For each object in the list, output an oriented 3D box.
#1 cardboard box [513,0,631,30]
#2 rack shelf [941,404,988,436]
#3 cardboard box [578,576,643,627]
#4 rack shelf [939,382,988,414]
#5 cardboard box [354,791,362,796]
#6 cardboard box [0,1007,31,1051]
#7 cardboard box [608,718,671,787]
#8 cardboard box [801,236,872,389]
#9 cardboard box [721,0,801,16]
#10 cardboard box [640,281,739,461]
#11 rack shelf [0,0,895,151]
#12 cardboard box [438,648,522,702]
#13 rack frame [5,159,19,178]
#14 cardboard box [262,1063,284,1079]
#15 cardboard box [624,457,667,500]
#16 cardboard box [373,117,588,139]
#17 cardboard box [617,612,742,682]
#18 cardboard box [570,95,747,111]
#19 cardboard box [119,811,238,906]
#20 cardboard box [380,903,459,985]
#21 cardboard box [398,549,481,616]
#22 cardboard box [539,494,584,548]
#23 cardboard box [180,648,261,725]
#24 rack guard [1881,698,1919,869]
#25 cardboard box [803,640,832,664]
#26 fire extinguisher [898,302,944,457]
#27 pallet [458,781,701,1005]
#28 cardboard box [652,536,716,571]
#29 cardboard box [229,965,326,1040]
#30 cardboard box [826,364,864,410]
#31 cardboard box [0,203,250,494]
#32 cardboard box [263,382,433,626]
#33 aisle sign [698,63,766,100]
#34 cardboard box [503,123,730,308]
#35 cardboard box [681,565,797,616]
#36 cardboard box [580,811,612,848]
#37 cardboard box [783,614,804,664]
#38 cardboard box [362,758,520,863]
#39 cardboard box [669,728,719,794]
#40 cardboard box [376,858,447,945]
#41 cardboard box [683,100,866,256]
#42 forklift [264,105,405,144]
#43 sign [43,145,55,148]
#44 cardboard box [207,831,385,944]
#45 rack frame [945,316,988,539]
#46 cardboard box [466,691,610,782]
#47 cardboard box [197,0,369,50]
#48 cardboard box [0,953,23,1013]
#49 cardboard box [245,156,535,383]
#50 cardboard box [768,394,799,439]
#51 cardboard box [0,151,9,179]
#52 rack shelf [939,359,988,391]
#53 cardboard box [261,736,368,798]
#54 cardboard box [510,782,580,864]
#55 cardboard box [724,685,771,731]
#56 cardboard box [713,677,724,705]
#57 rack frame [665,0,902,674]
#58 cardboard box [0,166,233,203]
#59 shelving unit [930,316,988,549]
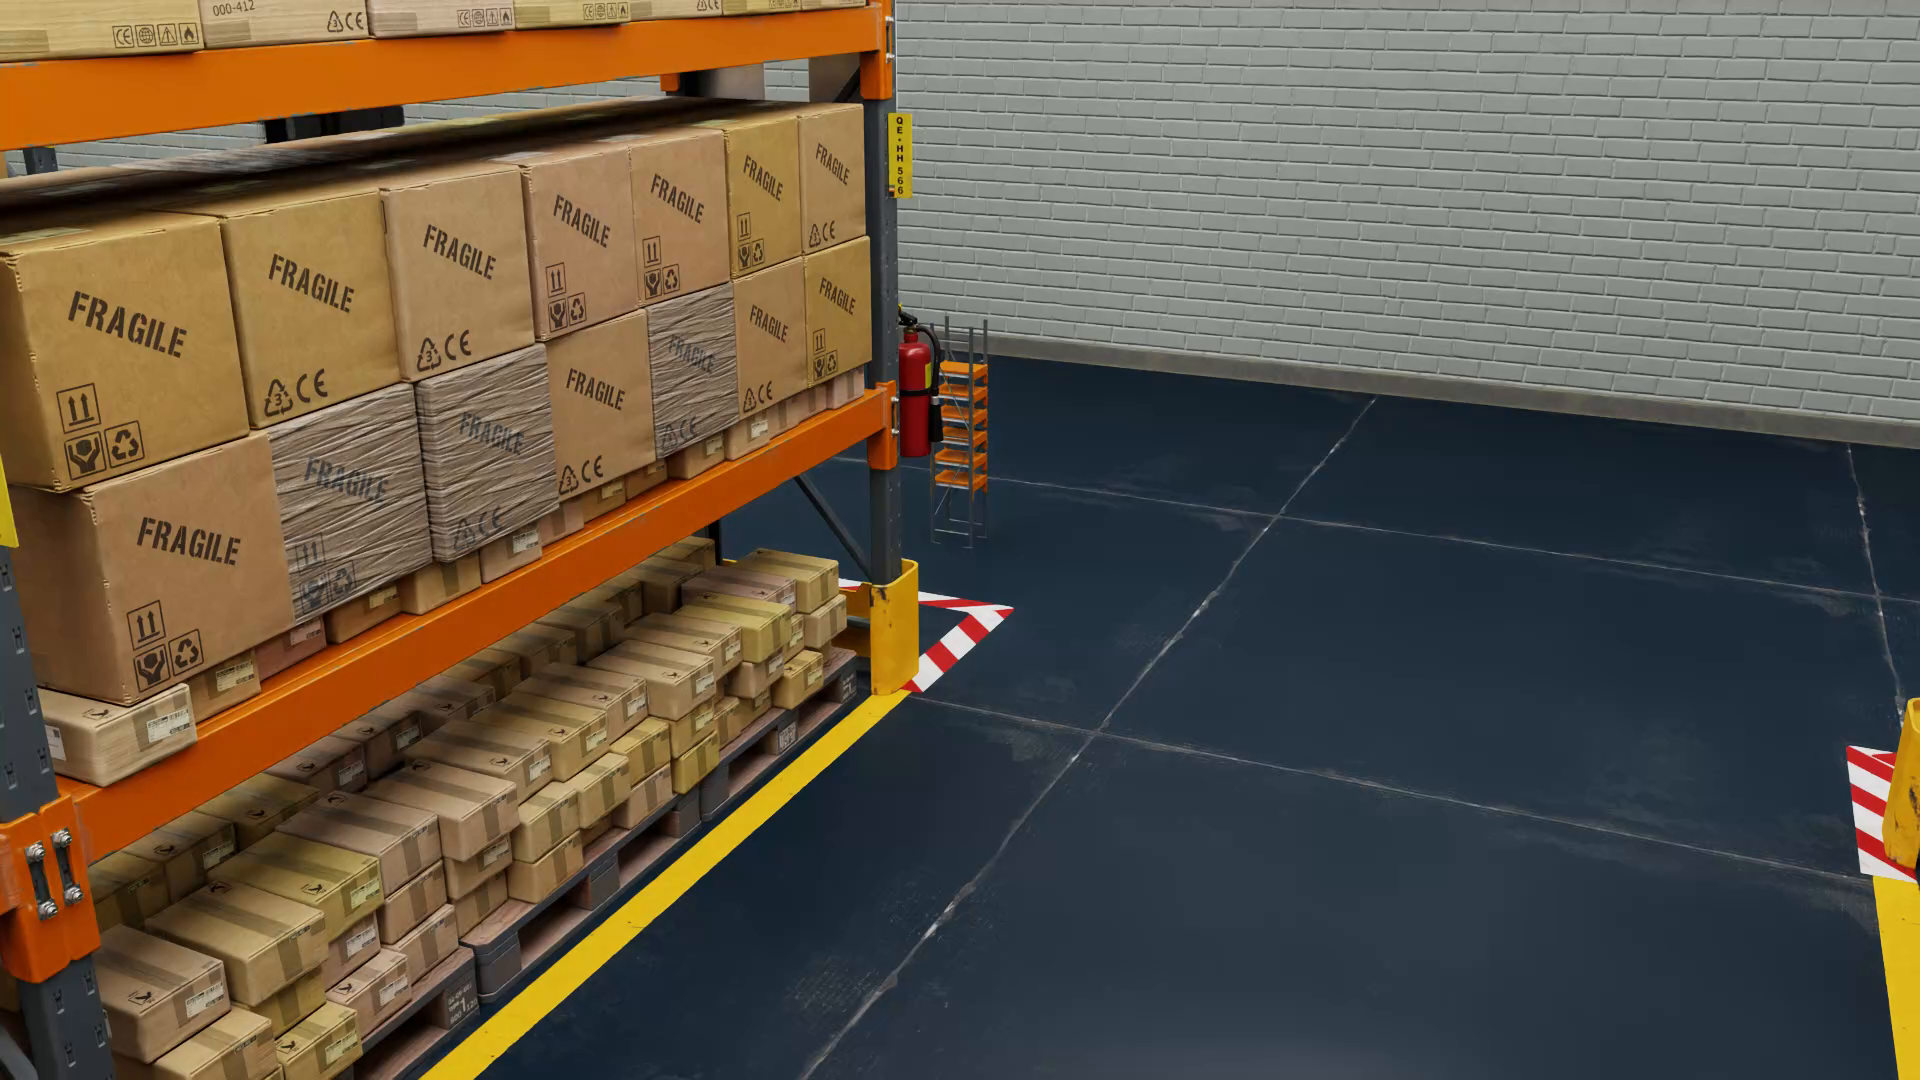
[{"bbox_3d":[-1.295,-1.593,4.718,0.500,0.250,0.500,10,22,25],"label":"cardboard box"},{"bbox_3d":[-0.006,-0.632,8.730,0.258,0.103,0.180,9,21,23],"label":"rack shelf"},{"bbox_3d":[-1.480,0.241,6.554,0.380,0.149,0.250,8,21,23],"label":"cardboard box"},{"bbox_3d":[-0.006,-0.745,8.690,0.258,0.103,0.180,9,21,23],"label":"rack shelf"},{"bbox_3d":[-2.060,0.878,5.207,0.380,0.149,0.250,9,22,24],"label":"cardboard box"},{"bbox_3d":[-2.531,1.191,4.328,0.380,0.149,0.250,9,21,24],"label":"cardboard box"},{"bbox_3d":[-1.221,0.703,5.699,0.380,0.149,0.250,10,22,25],"label":"cardboard box"},{"bbox_3d":[-0.682,-0.912,6.464,0.500,0.500,0.500,9,21,24],"label":"cardboard box"},{"bbox_3d":[-0.880,-1.908,5.604,0.500,0.250,0.500,9,21,23],"label":"cardboard box"},{"bbox_3d":[-1.096,-0.599,5.583,0.500,0.500,0.500,9,21,23],"label":"cardboard box"},{"bbox_3d":[-1.551,-1.360,4.915,1.077,0.370,4.000,9,21,23],"label":"rack shelf"},{"bbox_3d":[-1.778,0.486,5.865,0.380,0.149,0.250,9,21,24],"label":"cardboard box"},{"bbox_3d":[-5.213,-1.608,9.015,0.949,2.616,0.053,9,21,23],"label":"rack frame"},{"bbox_3d":[-1.928,1.403,4.174,0.380,0.149,0.250,8,21,20],"label":"cardboard box"},{"bbox_3d":[-1.216,-0.259,5.595,0.380,0.149,0.250,8,21,20],"label":"cardboard box"},{"bbox_3d":[-1.593,-1.144,5.623,0.500,0.500,0.500,8,21,21],"label":"cardboard box"},{"bbox_3d":[-1.027,0.400,6.107,0.380,0.149,0.250,8,21,21],"label":"cardboard box"},{"bbox_3d":[-1.158,-1.455,6.498,0.500,0.500,0.500,8,21,22],"label":"cardboard box"},{"bbox_3d":[-2.298,0.885,4.743,0.380,0.149,0.250,8,21,22],"label":"cardboard box"},{"bbox_3d":[-1.706,1.155,4.874,0.380,0.149,0.250,8,21,22],"label":"cardboard box"},{"bbox_3d":[-1.577,0.074,4.660,0.380,0.149,0.250,9,21,24],"label":"cardboard box"},{"bbox_3d":[-1.393,-0.096,5.136,0.380,0.149,0.250,9,22,25],"label":"cardboard box"},{"bbox_3d":[-1.918,0.313,3.988,0.380,0.149,0.250,9,22,24],"label":"cardboard box"},{"bbox_3d":[3.835,0.921,5.632,1.175,0.500,0.348,9,21,23],"label":"rack guard"},{"bbox_3d":[-0.758,0.437,6.890,0.380,0.149,0.250,9,21,24],"label":"cardboard box"},{"bbox_3d":[-0.208,-0.699,7.130,0.296,0.674,0.183,9,21,23],"label":"fire extinguisher"},{"bbox_3d":[-1.629,1.055,5.688,1.003,0.211,1.213,9,21,23],"label":"pallet"},{"bbox_3d":[-1.257,0.081,7.004,0.380,0.149,0.250,8,21,20],"label":"cardboard box"},{"bbox_3d":[-1.908,1.174,4.375,0.380,0.149,0.250,9,21,23],"label":"cardboard box"},{"bbox_3d":[-0.608,-0.641,6.669,0.380,0.149,0.250,9,21,23],"label":"cardboard box"},{"bbox_3d":[-1.963,-0.438,3.637,0.500,0.500,0.500,9,22,24],"label":"cardboard box"},{"bbox_3d":[-1.742,-0.131,4.268,0.500,0.500,0.500,9,21,23],"label":"cardboard box"},{"bbox_3d":[-0.976,-2.186,6.759,0.394,0.787,0.004,9,21,23],"label":"aisle sign"},{"bbox_3d":[-1.105,-1.067,5.406,0.500,0.500,0.500,10,22,25],"label":"cardboard box"},{"bbox_3d":[-0.873,0.233,6.577,0.380,0.149,0.250,9,21,24],"label":"cardboard box"},{"bbox_3d":[-1.396,0.910,5.560,0.380,0.149,0.250,9,22,24],"label":"cardboard box"},{"bbox_3d":[-0.844,0.381,6.606,0.380,0.149,0.250,8,21,21],"label":"cardboard box"},{"bbox_3d":[-1.550,0.804,4.972,0.380,0.149,0.250,9,21,24],"label":"cardboard box"},{"bbox_3d":[-1.094,0.763,5.976,0.380,0.149,0.250,8,21,20],"label":"cardboard box"},{"bbox_3d":[-1.728,1.012,4.830,0.380,0.149,0.250,7,21,20],"label":"cardboard box"},{"bbox_3d":[-0.693,-1.382,6.292,0.500,0.500,0.500,8,21,22],"label":"cardboard box"},{"bbox_3d":[-3.427,-1.244,8.092,3.031,2.935,1.130,-10,22,-27],"label":"forklift"},{"bbox_3d":[-4.727,-2.187,8.561,0.100,0.325,0.005,9,21,23],"label":"sign"},{"bbox_3d":[-1.815,0.953,4.552,0.380,0.149,0.250,8,21,22],"label":"cardboard box"},{"bbox_3d":[0.032,-0.589,8.834,0.240,1.200,0.006,9,21,23],"label":"rack frame"},{"bbox_3d":[-1.377,0.639,5.435,0.380,0.149,0.250,9,21,23],"label":"cardboard box"},{"bbox_3d":[-1.743,-1.277,3.830,0.500,0.250,0.500,8,21,22],"label":"cardboard box"},{"bbox_3d":[-2.462,1.046,4.291,0.380,0.149,0.250,9,22,24],"label":"cardboard box"},{"bbox_3d":[-1.530,-0.748,4.510,0.500,0.500,0.500,9,21,24],"label":"cardboard box"},{"bbox_3d":[-0.833,-0.491,6.248,0.380,0.149,0.250,8,21,22],"label":"cardboard box"},{"bbox_3d":[-5.176,-1.847,8.346,0.500,0.500,0.500,9,21,23],"label":"cardboard box"},{"bbox_3d":[-0.006,-0.858,8.650,0.258,0.103,0.180,9,21,23],"label":"rack shelf"},{"bbox_3d":[-2.094,0.721,5.204,0.380,0.149,0.250,7,21,20],"label":"cardboard box"},{"bbox_3d":[-1.433,0.863,5.249,0.380,0.149,0.250,8,21,22],"label":"cardboard box"},{"bbox_3d":[-0.957,0.599,6.436,0.380,0.149,0.250,8,21,22],"label":"cardboard box"},{"bbox_3d":[-1.103,0.535,6.171,0.380,0.149,0.250,8,21,22],"label":"cardboard box"},{"bbox_3d":[-0.732,-0.897,7.016,1.000,3.000,0.127,9,21,23],"label":"rack frame"},{"bbox_3d":[-2.218,-0.673,4.298,0.500,0.500,0.500,8,21,21],"label":"cardboard box"},{"bbox_3d":[-0.006,-0.561,8.755,0.258,1.200,0.189,9,21,23],"label":"shelving unit"}]
